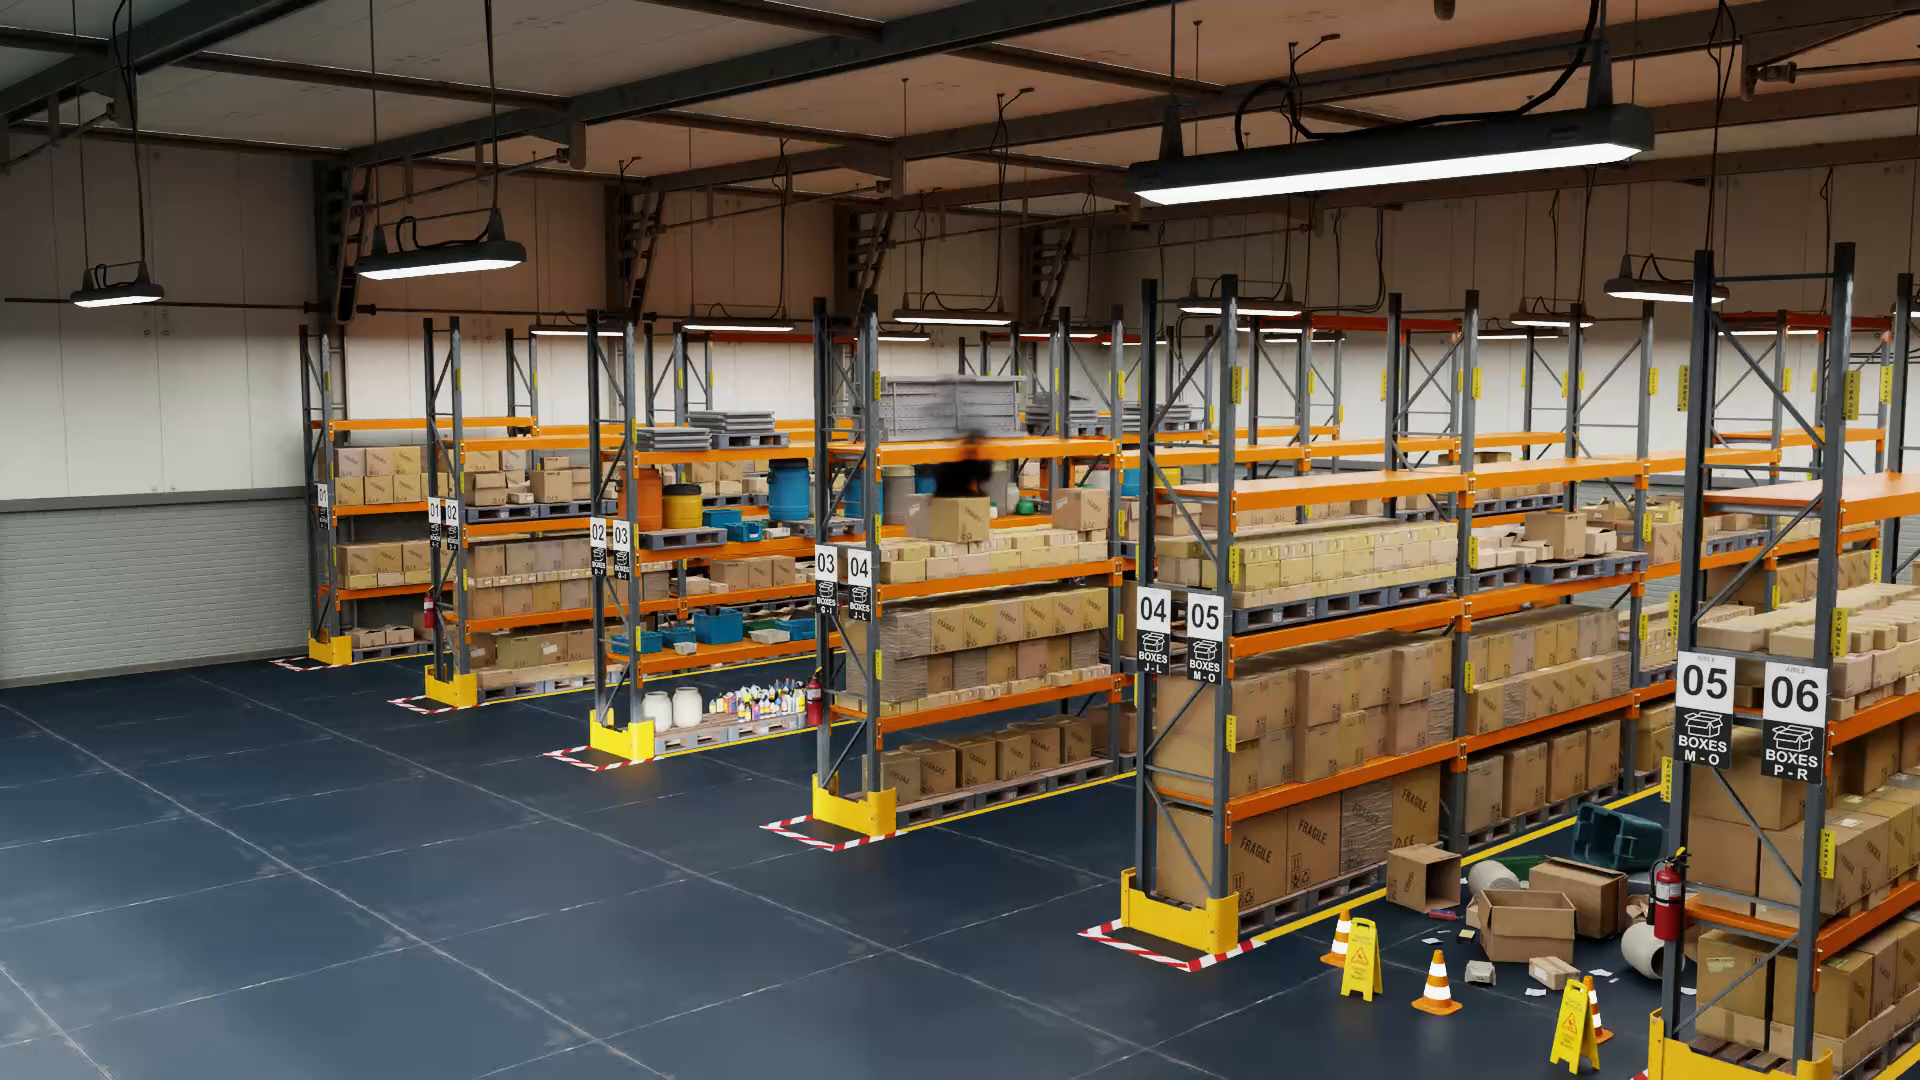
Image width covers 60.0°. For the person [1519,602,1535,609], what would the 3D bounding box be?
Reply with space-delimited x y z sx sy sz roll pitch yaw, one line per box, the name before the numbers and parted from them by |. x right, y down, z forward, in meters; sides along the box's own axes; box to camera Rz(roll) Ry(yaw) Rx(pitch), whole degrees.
person | 8.657 1.724 25.545 0.533 1.684 0.941 5 8 42
